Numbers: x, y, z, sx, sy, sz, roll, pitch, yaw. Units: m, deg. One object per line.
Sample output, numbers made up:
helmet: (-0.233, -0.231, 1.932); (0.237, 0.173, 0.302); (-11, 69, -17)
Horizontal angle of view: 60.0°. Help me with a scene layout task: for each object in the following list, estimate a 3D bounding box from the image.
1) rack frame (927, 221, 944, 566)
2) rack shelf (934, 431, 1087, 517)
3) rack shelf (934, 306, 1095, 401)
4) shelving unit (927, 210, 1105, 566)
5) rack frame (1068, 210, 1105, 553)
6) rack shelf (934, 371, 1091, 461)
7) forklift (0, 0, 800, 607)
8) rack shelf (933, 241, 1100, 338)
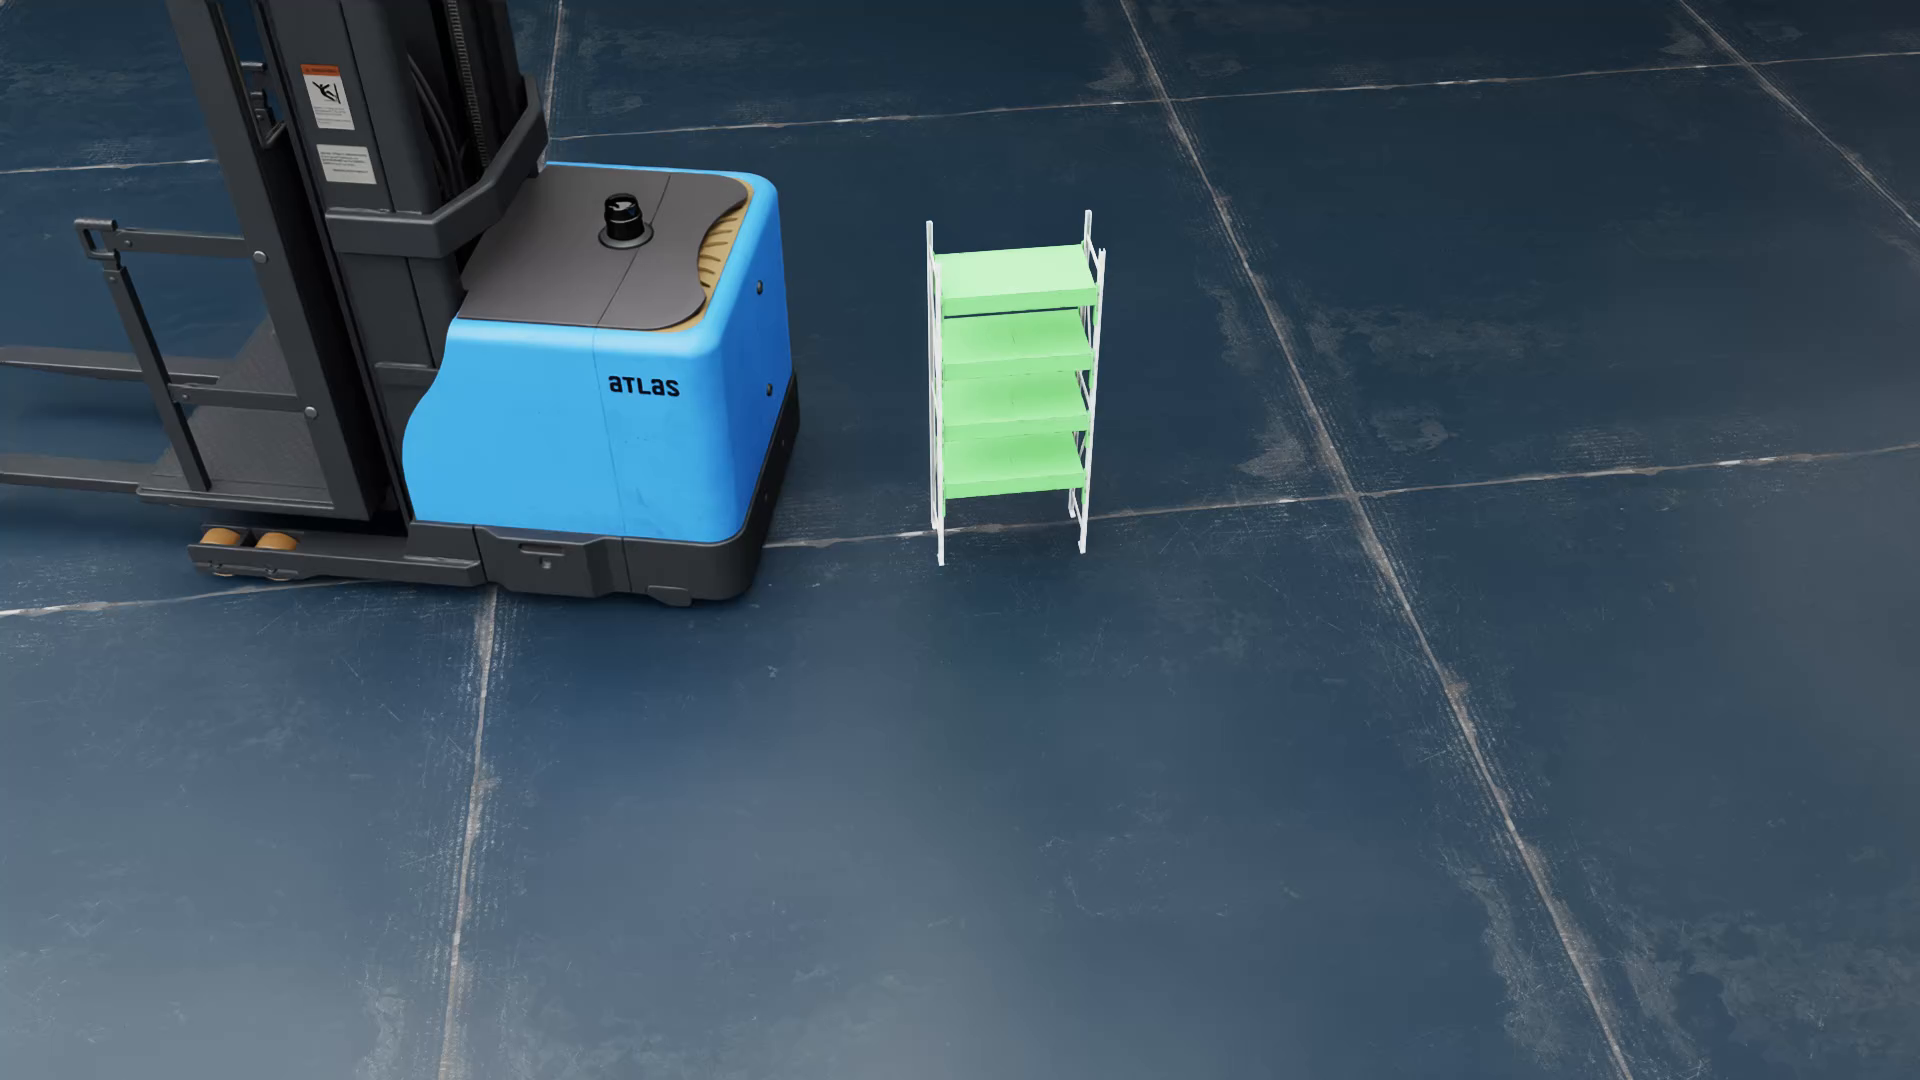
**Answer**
rack frame: (-0.078, -0.439, 5.341); (0.015, 1.200, 0.240); (-5, 42, -6)
rack shelf: (0.164, -0.234, 5.568); (0.480, 0.148, 0.258); (-5, 42, -6)
rack shelf: (0.164, -0.591, 5.246); (0.480, 0.148, 0.258); (-5, 42, -6)
shelving unit: (0.164, -0.460, 5.364); (0.503, 1.200, 0.258); (-5, 42, -6)
rack frame: (0.406, -0.481, 5.388); (0.015, 1.200, 0.240); (-5, 42, -6)
rack shelf: (0.164, -0.412, 5.407); (0.480, 0.148, 0.258); (-5, 42, -6)
forklift: (-2.142, -1.297, 5.000); (3.031, 2.935, 1.130); (4, 42, 5)
rack shelf: (0.164, -0.769, 5.085); (0.480, 0.148, 0.258); (-5, 42, -6)
